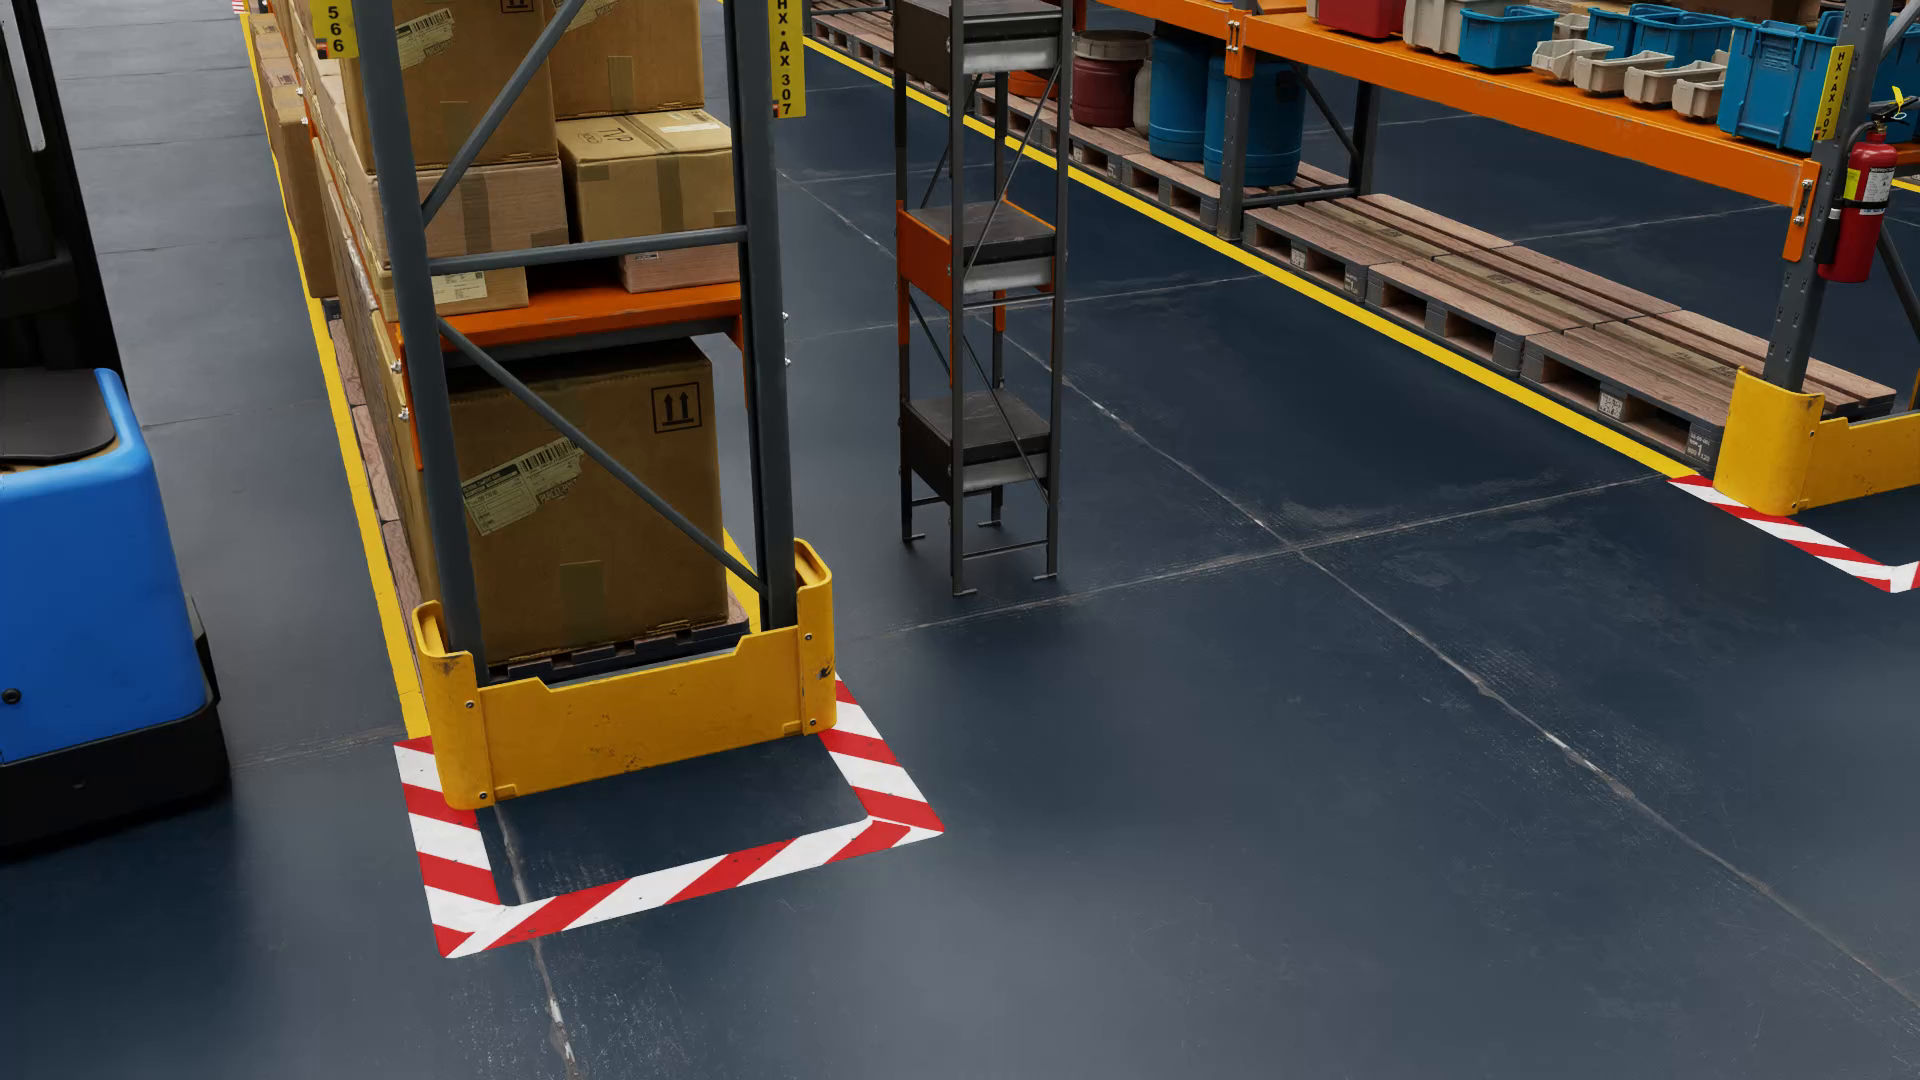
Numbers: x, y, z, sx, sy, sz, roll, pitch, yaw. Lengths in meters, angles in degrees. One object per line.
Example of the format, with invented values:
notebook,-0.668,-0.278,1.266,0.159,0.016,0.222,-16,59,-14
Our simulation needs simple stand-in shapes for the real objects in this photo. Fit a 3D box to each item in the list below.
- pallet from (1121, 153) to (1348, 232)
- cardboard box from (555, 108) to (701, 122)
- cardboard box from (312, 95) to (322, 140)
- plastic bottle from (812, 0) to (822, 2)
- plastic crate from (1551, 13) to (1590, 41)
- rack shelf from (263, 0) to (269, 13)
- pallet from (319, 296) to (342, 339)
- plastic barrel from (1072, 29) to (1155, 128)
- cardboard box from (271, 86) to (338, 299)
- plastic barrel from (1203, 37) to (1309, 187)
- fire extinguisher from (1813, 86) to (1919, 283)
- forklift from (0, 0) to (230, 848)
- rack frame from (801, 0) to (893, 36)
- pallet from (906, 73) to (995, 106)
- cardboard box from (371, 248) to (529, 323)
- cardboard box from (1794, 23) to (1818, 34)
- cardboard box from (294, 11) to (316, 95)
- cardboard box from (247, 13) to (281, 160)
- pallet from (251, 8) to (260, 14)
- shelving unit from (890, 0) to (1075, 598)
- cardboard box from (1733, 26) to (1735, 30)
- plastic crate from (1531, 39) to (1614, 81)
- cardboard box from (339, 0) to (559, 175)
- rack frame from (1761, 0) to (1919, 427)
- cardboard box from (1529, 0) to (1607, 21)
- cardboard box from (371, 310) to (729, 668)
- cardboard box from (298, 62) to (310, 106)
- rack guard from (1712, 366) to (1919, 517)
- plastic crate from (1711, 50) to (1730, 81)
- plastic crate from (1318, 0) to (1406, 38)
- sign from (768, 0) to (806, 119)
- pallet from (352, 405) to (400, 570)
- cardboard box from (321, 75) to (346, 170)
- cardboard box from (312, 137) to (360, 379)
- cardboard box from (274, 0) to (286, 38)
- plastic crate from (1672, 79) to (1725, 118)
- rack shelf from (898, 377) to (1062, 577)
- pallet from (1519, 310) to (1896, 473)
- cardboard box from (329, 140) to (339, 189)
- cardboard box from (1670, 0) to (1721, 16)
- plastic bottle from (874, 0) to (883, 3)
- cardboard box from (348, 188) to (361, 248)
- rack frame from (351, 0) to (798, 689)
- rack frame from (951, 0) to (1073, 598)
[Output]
pallet,1.755,-2.287,10.693,1.003,0.211,1.213,-11,28,-21
cardboard box,-1.121,-1.270,5.265,0.500,0.250,0.500,-11,28,-21
cardboard box,-2.317,-1.659,6.516,0.380,0.149,0.250,-11,28,-21
plastic bottle,-1.499,-5.693,17.009,0.144,0.351,0.185,-11,28,-21
plastic crate,2.978,-2.478,8.139,0.293,0.136,0.466,-11,28,-21
rack shelf,-4.888,-4.469,12.804,1.077,0.370,4.000,-11,28,-21
pallet,-2.910,-1.415,8.908,1.003,0.211,1.213,-11,28,-21
plastic barrel,1.102,-3.290,11.840,0.600,0.588,0.708,-11,28,-21
cardboard box,-2.807,-1.859,8.581,1.225,0.875,0.875,-10,28,-20
plastic barrel,1.822,-2.689,10.252,0.600,0.901,0.708,-11,28,-21
fire extinguisher,3.227,-1.265,5.935,0.296,0.674,0.183,-11,28,-21
forklift,-3.264,-1.019,4.997,1.130,2.935,3.031,-15,30,-27
rack frame,-1.114,-6.451,16.043,1.000,3.000,0.127,-11,28,-21
pallet,0.185,-3.902,14.002,1.003,0.211,1.213,-11,28,-21
cardboard box,-1.414,-0.729,4.612,0.380,0.149,0.250,-10,28,-20
cardboard box,6.394,-3.596,12.543,0.500,0.500,0.500,-10,28,-20
cardboard box,-2.405,-2.000,6.759,0.500,0.250,0.500,-11,28,-21
cardboard box,-3.854,-2.937,10.789,1.225,0.875,0.875,-12,28,-23
pallet,-6.448,-5.105,16.465,1.003,0.211,1.213,-11,28,-21
shelving unit,0.065,-0.877,5.652,0.431,2.100,0.503,-11,28,-21
cardboard box,5.740,-3.699,12.754,0.500,0.500,0.500,-10,28,-20
plastic crate,2.735,-2.157,7.481,0.298,0.136,0.250,-11,28,-21
cardboard box,-1.404,-1.310,4.491,0.500,0.500,0.500,-10,28,-20
rack frame,3.586,-1.606,6.121,1.000,3.000,0.127,-11,28,-21
cardboard box,5.137,-4.317,14.020,0.500,0.500,0.500,-12,28,-22
cardboard box,-1.296,-0.234,5.253,0.875,0.875,0.875,-11,28,-21
cardboard box,-2.626,-1.974,7.162,0.380,0.149,0.250,-12,28,-22
rack guard,3.607,-0.475,6.654,1.175,0.500,0.348,-11,28,-21
plastic crate,3.477,-2.088,7.341,0.250,0.136,0.298,-11,28,-21
plastic crate,2.138,-2.873,8.575,0.402,0.464,0.583,-11,28,-21
sign,-0.459,-1.273,4.361,0.100,0.325,0.005,-11,28,-21
pallet,-1.831,-0.303,6.630,1.003,0.211,1.213,-11,28,-21
cardboard box,-1.803,-1.382,5.493,0.500,0.250,0.500,-12,28,-22
cardboard box,-2.353,-1.324,7.485,0.875,0.875,0.875,-11,28,-21
cardboard box,-3.371,-2.967,8.795,0.500,0.500,0.500,-11,28,-21
plastic crate,3.100,-1.813,6.776,0.396,0.136,0.243,-11,28,-21
rack shelf,0.065,-0.235,5.966,0.431,0.518,0.480,-11,28,-21
pallet,3.298,-0.693,7.428,1.003,0.211,1.213,-11,28,-21
cardboard box,-2.013,-1.347,5.876,0.380,0.149,0.250,-10,28,-20
cardboard box,6.025,-4.325,13.183,0.500,0.250,0.500,-11,28,-22
plastic bottle,-0.835,-5.626,16.963,0.097,0.271,0.097,0,26,0
cardboard box,-1.712,-1.037,5.242,0.380,0.149,0.250,-10,28,-20
rack frame,-0.972,-0.755,4.378,1.000,3.000,0.127,-11,28,-21
rack frame,0.160,-0.778,5.451,0.400,2.100,0.015,-11,28,-21
